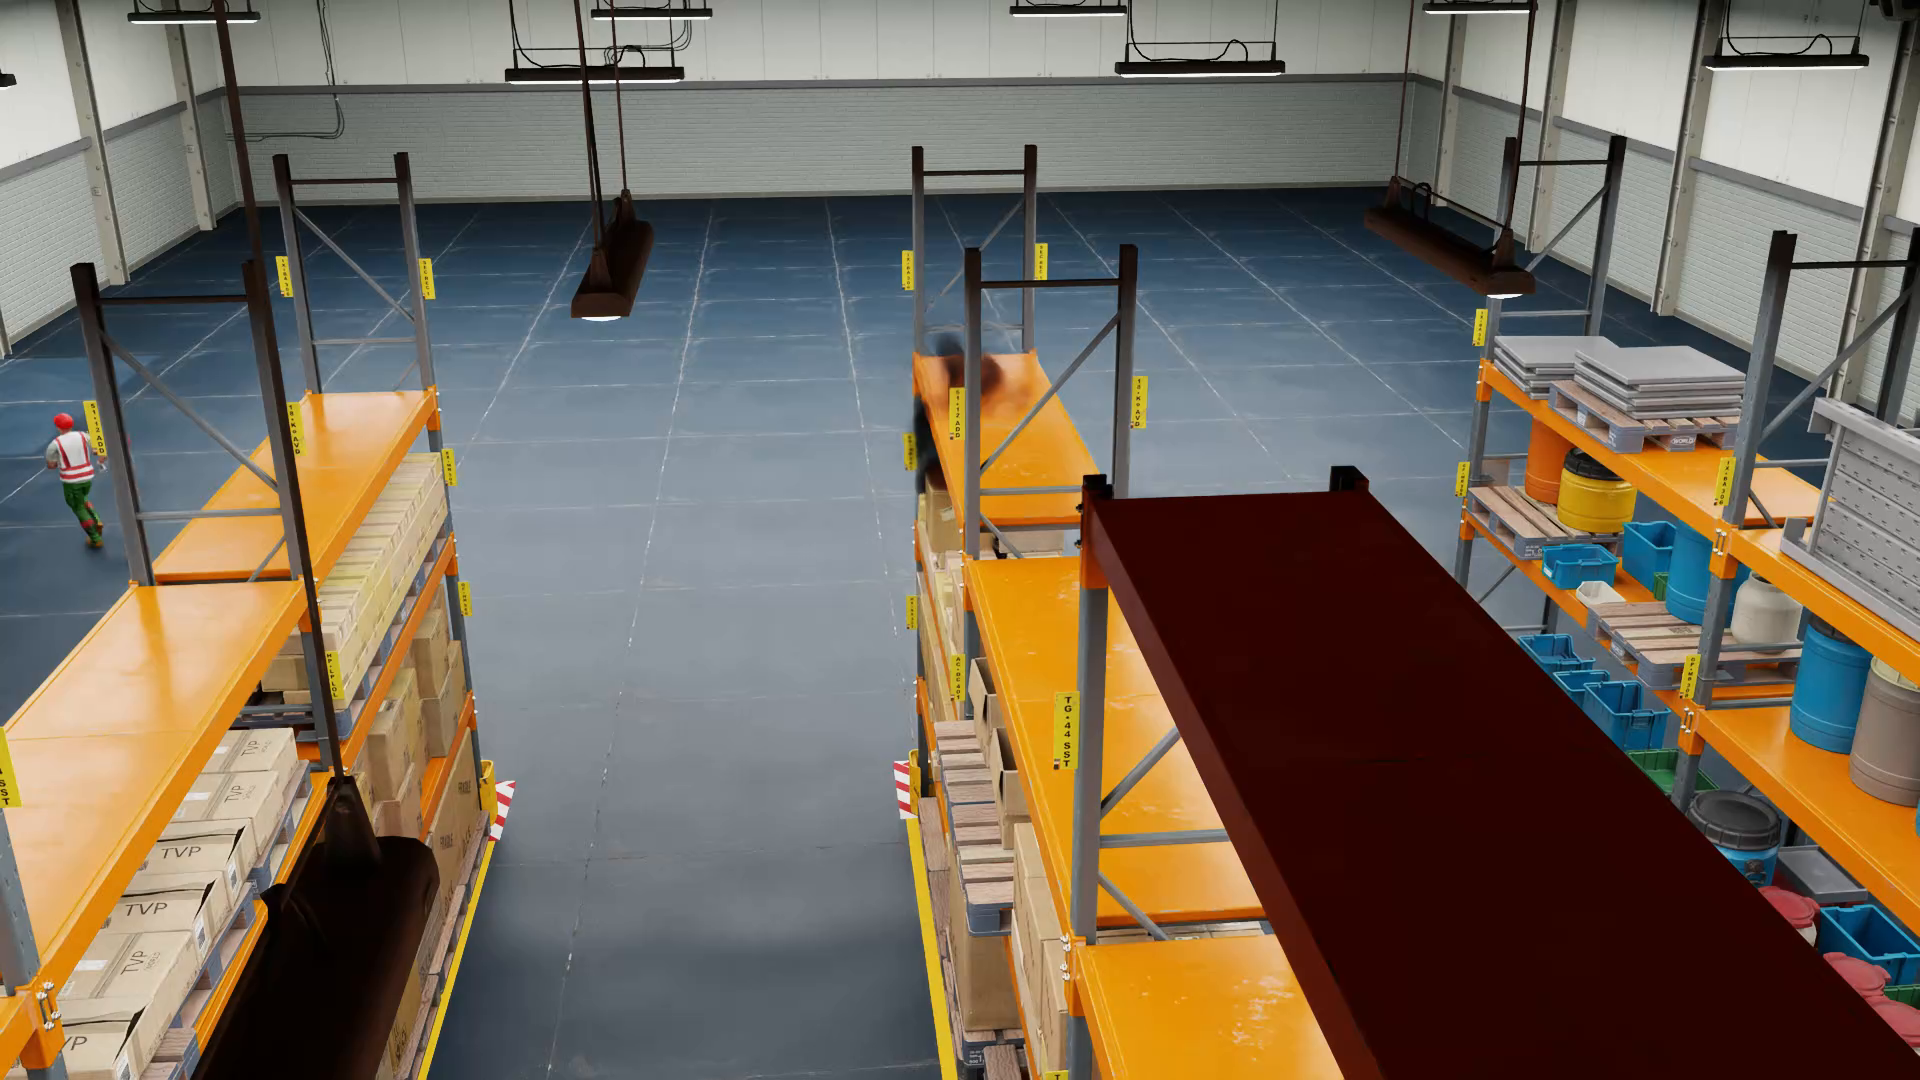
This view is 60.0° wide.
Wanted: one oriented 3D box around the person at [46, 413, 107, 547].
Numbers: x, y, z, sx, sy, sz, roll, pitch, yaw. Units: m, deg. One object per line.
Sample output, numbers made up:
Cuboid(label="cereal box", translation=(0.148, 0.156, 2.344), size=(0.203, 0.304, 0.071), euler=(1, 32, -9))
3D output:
Cuboid(label="person", translation=(-11.288, -0.794, 21.225), size=(0.641, 1.752, 0.652), euler=(14, 25, 31))
